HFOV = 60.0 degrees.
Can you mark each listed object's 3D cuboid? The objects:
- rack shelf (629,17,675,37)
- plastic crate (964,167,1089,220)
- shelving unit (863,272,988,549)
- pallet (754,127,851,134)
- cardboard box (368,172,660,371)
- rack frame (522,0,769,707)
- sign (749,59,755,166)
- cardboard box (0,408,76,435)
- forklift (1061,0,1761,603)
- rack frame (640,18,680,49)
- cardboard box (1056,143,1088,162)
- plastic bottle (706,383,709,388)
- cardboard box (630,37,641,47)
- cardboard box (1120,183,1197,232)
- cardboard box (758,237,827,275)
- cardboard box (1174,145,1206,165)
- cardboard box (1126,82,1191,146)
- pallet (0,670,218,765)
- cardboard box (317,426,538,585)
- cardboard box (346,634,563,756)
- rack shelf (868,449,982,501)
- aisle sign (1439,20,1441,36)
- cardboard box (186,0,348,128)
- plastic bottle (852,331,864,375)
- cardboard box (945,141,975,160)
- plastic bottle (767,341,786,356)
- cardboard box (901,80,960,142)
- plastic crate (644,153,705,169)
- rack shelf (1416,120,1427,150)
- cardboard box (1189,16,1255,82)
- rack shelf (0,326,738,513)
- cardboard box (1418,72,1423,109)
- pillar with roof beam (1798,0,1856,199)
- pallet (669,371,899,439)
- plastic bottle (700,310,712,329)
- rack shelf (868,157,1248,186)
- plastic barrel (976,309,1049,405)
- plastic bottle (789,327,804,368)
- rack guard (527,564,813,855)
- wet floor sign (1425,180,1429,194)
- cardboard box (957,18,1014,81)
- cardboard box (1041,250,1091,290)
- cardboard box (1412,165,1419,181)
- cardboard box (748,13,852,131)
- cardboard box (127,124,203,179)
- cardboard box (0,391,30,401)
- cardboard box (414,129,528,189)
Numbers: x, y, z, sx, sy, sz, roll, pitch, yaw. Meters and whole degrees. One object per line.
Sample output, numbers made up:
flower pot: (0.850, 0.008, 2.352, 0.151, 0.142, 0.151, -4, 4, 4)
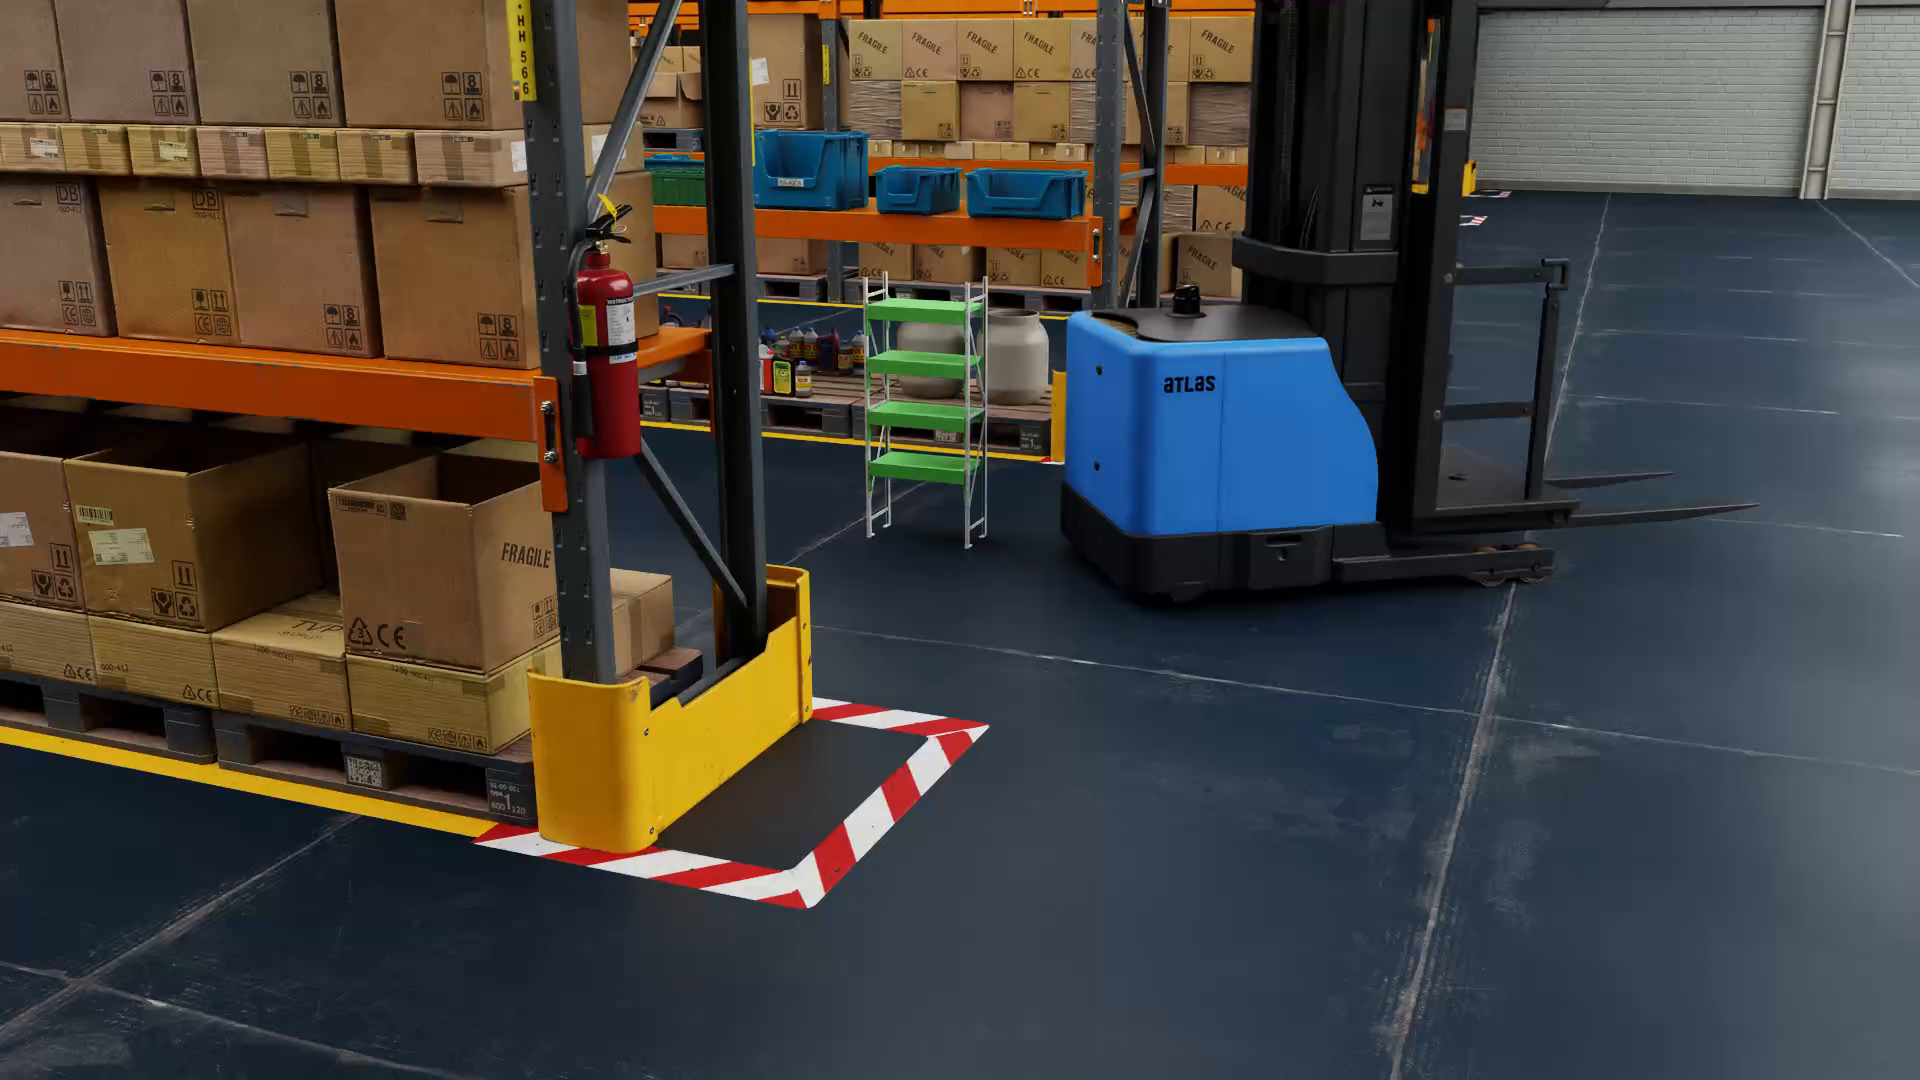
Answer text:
rack shelf: (-6.626, -8.394, 27.117, 4.000, 0.370, 1.077, 6, 17, 21)
plastic crate: (0.369, -1.914, 9.154, 0.616, 0.251, 0.499, 6, 17, 21)
shelving unit: (-0.154, -0.593, 7.565, 0.503, 1.200, 0.258, 6, 17, 21)
pallet: (-1.617, -3.730, 15.484, 1.213, 0.211, 1.003, 6, 17, 21)
cardboard box: (-1.306, -0.827, 4.962, 0.500, 0.500, 0.700, 6, 17, 21)
rack frame: (-0.877, -0.728, 4.800, 0.127, 3.000, 1.000, 6, 17, 21)
sign: (-0.668, -1.325, 5.162, 0.005, 0.325, 0.100, 6, 17, 21)
cardboard box: (-3.351, -0.147, 5.635, 0.500, 0.500, 0.500, 6, 17, 21)
forklift: (2.030, -1.350, 7.067, 3.031, 2.935, 1.130, -4, 17, -12)
rack frame: (-4.765, -7.094, 26.731, 0.127, 3.000, 1.000, 6, 17, 21)
cardboard box: (0.987, -3.278, 14.035, 0.250, 0.149, 0.380, 6, 17, 21)
plastic bottle: (-1.434, -1.088, 10.005, 0.185, 0.351, 0.144, 7, 18, 23)
cardboard box: (-5.169, -7.883, 26.311, 0.250, 0.149, 0.380, 6, 17, 20)
cardboard box: (2.354, -3.989, 19.093, 0.875, 0.875, 0.875, 6, 17, 21)
cardboard box: (-1.523, -2.785, 15.581, 0.500, 0.500, 0.700, 5, 17, 16)
cardboard box: (1.937, -3.190, 13.731, 0.250, 0.149, 0.380, 6, 17, 21)
cardboard box: (1.751, -3.571, 13.881, 0.500, 0.500, 0.875, 6, 17, 21)
pallet: (-2.735, 0.419, 5.852, 1.213, 0.211, 1.003, 6, 17, 21)
cardboard box: (-1.760, -0.132, 5.583, 0.500, 0.500, 0.500, 6, 17, 21)
cardboard box: (-1.484, 0.413, 5.050, 0.500, 0.250, 0.500, 6, 17, 21)
rack shelf: (-0.154, -0.301, 7.649, 0.480, 0.148, 0.258, 6, 17, 21)
aisle sign: (6.349, -7.034, 21.859, 0.004, 0.787, 0.394, 6, 17, 21)
cardboard box: (-1.847, -1.508, 4.980, 0.500, 0.500, 0.700, 6, 17, 19)
plastic bottle: (-0.628, -1.179, 10.460, 0.097, 0.271, 0.097, 0, 16, 0)
cardboard box: (0.054, -3.378, 14.381, 0.250, 0.149, 0.380, 6, 17, 21)
plastic bottle: (-1.111, -1.054, 10.006, 0.133, 0.283, 0.061, 6, 17, 21)
cardboard box: (-0.111, -3.774, 14.582, 0.500, 0.500, 0.875, 6, 17, 21)
plastic crate: (-1.648, -2.307, 10.507, 0.616, 0.251, 0.499, 6, 17, 21)
rack shelf: (4.537, -5.726, 23.307, 4.000, 0.370, 1.077, 6, 17, 21)
cardboard box: (2.159, -3.960, 13.427, 0.500, 0.500, 0.500, 6, 17, 21)
rack shelf: (-2.737, -0.587, 5.605, 4.000, 0.370, 1.077, 6, 17, 21)
cardboard box: (6.059, -6.178, 22.861, 0.500, 0.500, 0.500, 6, 17, 20)
pillar with roof beam: (11.900, -8.610, 21.192, 0.400, 9.000, 9.100, 6, 17, 21)
pallet: (-1.029, -0.878, 10.320, 1.213, 0.211, 1.003, 6, 17, 21)
plastic bottle: (-1.593, -1.317, 10.791, 0.185, 0.351, 0.144, 6, 17, 20)
rack shelf: (0.901, -3.156, 14.454, 4.000, 0.370, 1.077, 6, 17, 21)
plastic barrel: (0.304, -1.066, 9.676, 0.421, 0.512, 0.421, 0, 16, 0)
plastic bottle: (-1.040, -1.225, 10.616, 0.097, 0.271, 0.097, 0, 16, 0)
rack guard: (-0.854, 0.475, 5.140, 0.348, 0.500, 1.175, 6, 17, 21)
wet floor sign: (6.182, -4.439, 21.808, 0.232, 0.644, 0.267, 14, 21, 40)
cardboard box: (0.296, -4.163, 14.126, 0.500, 0.500, 0.500, 6, 17, 21)
cardboard box: (1.043, -2.487, 14.591, 0.500, 0.500, 0.500, 8, 18, 26)
cardboard box: (7.662, -6.002, 27.146, 0.500, 0.250, 0.500, 6, 17, 21)
cardboard box: (-1.647, -4.313, 15.321, 1.000, 1.000, 1.000, 6, 17, 21)
cardboard box: (-2.262, -1.183, 5.024, 0.250, 0.149, 0.380, 7, 18, 22)
cardboard box: (-3.625, -0.333, 6.275, 0.500, 0.500, 0.500, 6, 17, 21)
cardboard box: (-1.302, -1.077, 4.660, 0.250, 0.149, 0.380, 6, 17, 20)
